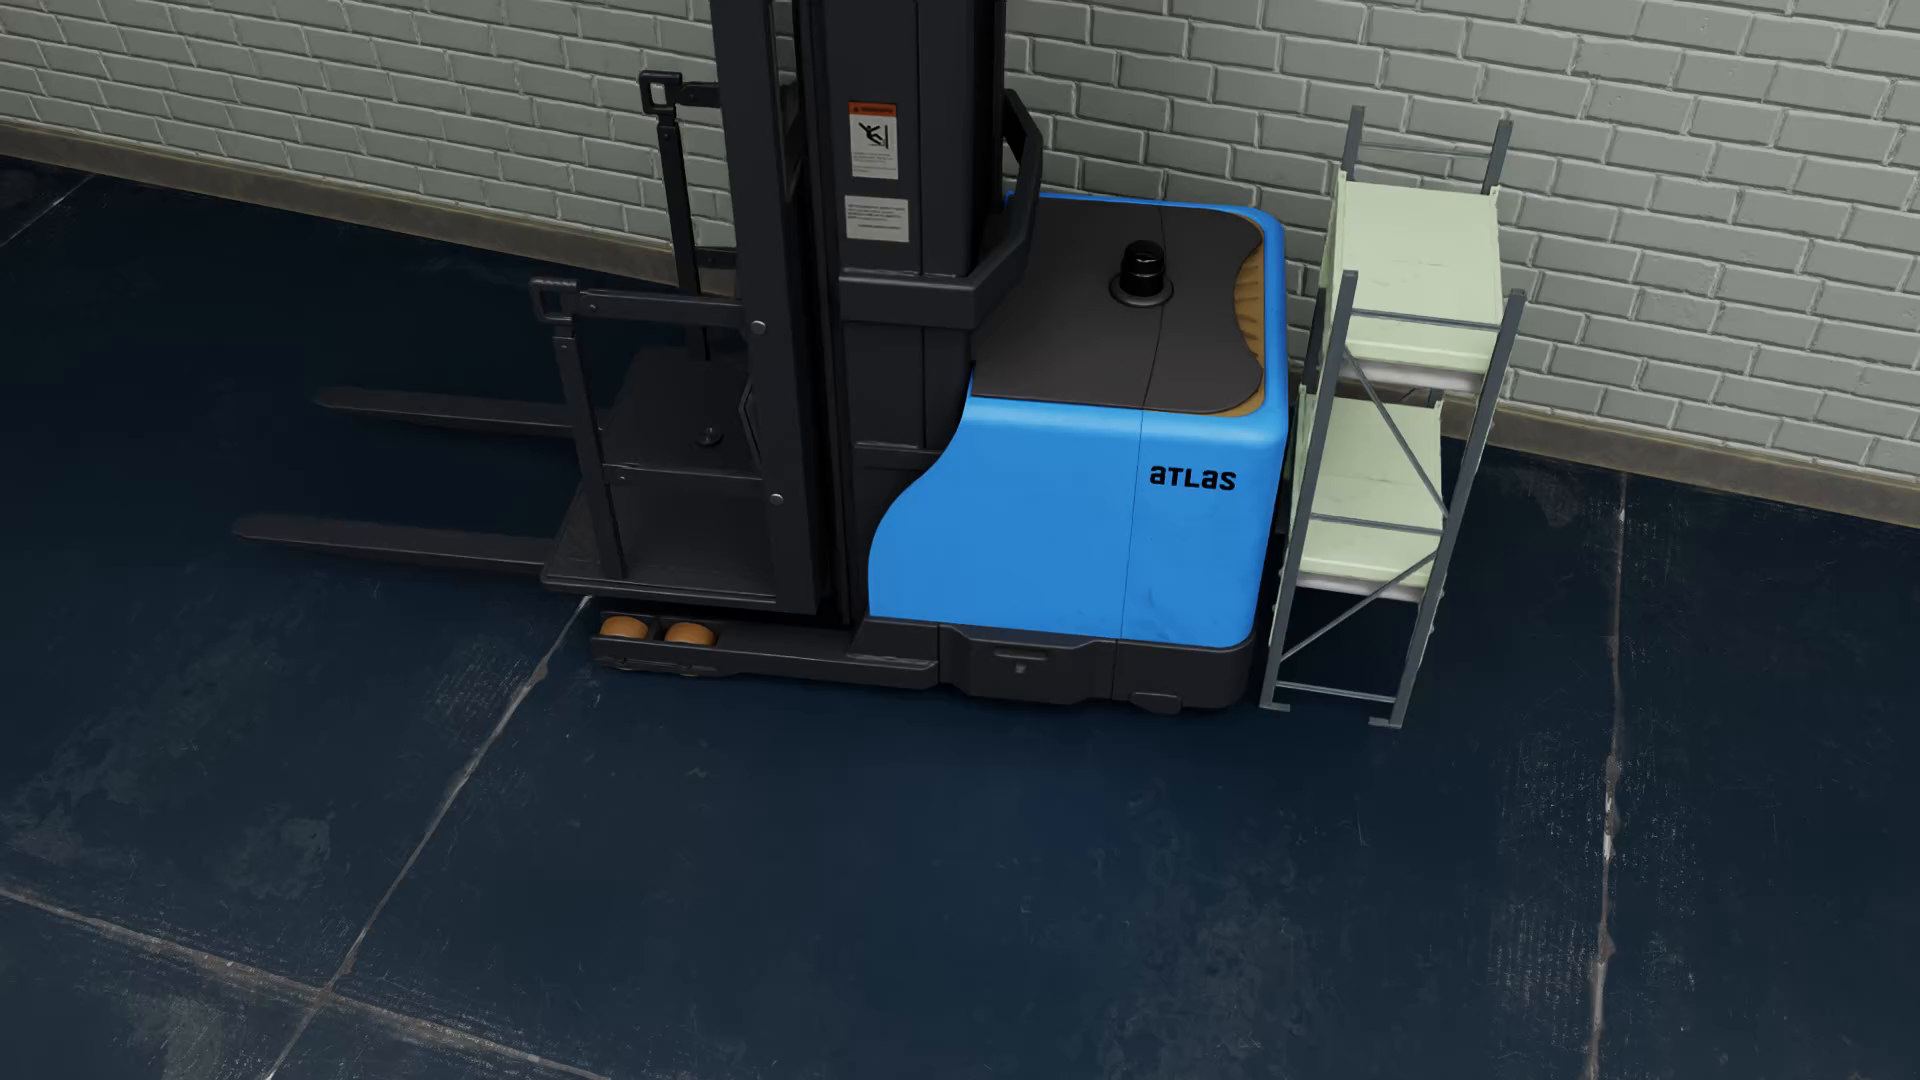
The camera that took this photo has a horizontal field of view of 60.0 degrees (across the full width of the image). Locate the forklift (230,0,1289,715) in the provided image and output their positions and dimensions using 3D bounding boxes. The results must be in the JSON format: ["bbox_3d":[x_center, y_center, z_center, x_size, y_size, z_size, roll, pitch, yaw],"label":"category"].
[{"bbox_3d":[-0.635,-1.011,4.188,3.031,2.935,1.130,5,45,5],"label":"forklift"}]

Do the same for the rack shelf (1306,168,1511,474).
[{"bbox_3d":[1.123,-0.566,4.198,0.431,0.370,0.720,8,45,8],"label":"rack shelf"}]

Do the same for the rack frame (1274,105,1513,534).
[{"bbox_3d":[1.193,-0.539,4.728,0.400,1.500,0.023,8,45,8],"label":"rack frame"}]

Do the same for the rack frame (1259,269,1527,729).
[{"bbox_3d":[1.053,-0.036,4.215,0.400,1.500,0.023,8,45,8],"label":"rack frame"}]

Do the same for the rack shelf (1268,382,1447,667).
[{"bbox_3d":[1.123,-0.054,4.699,0.431,0.370,0.720,8,45,8],"label":"rack shelf"}]

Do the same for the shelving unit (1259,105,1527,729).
[{"bbox_3d":[1.123,-0.287,4.471,0.431,1.500,0.755,8,45,8],"label":"shelving unit"}]
